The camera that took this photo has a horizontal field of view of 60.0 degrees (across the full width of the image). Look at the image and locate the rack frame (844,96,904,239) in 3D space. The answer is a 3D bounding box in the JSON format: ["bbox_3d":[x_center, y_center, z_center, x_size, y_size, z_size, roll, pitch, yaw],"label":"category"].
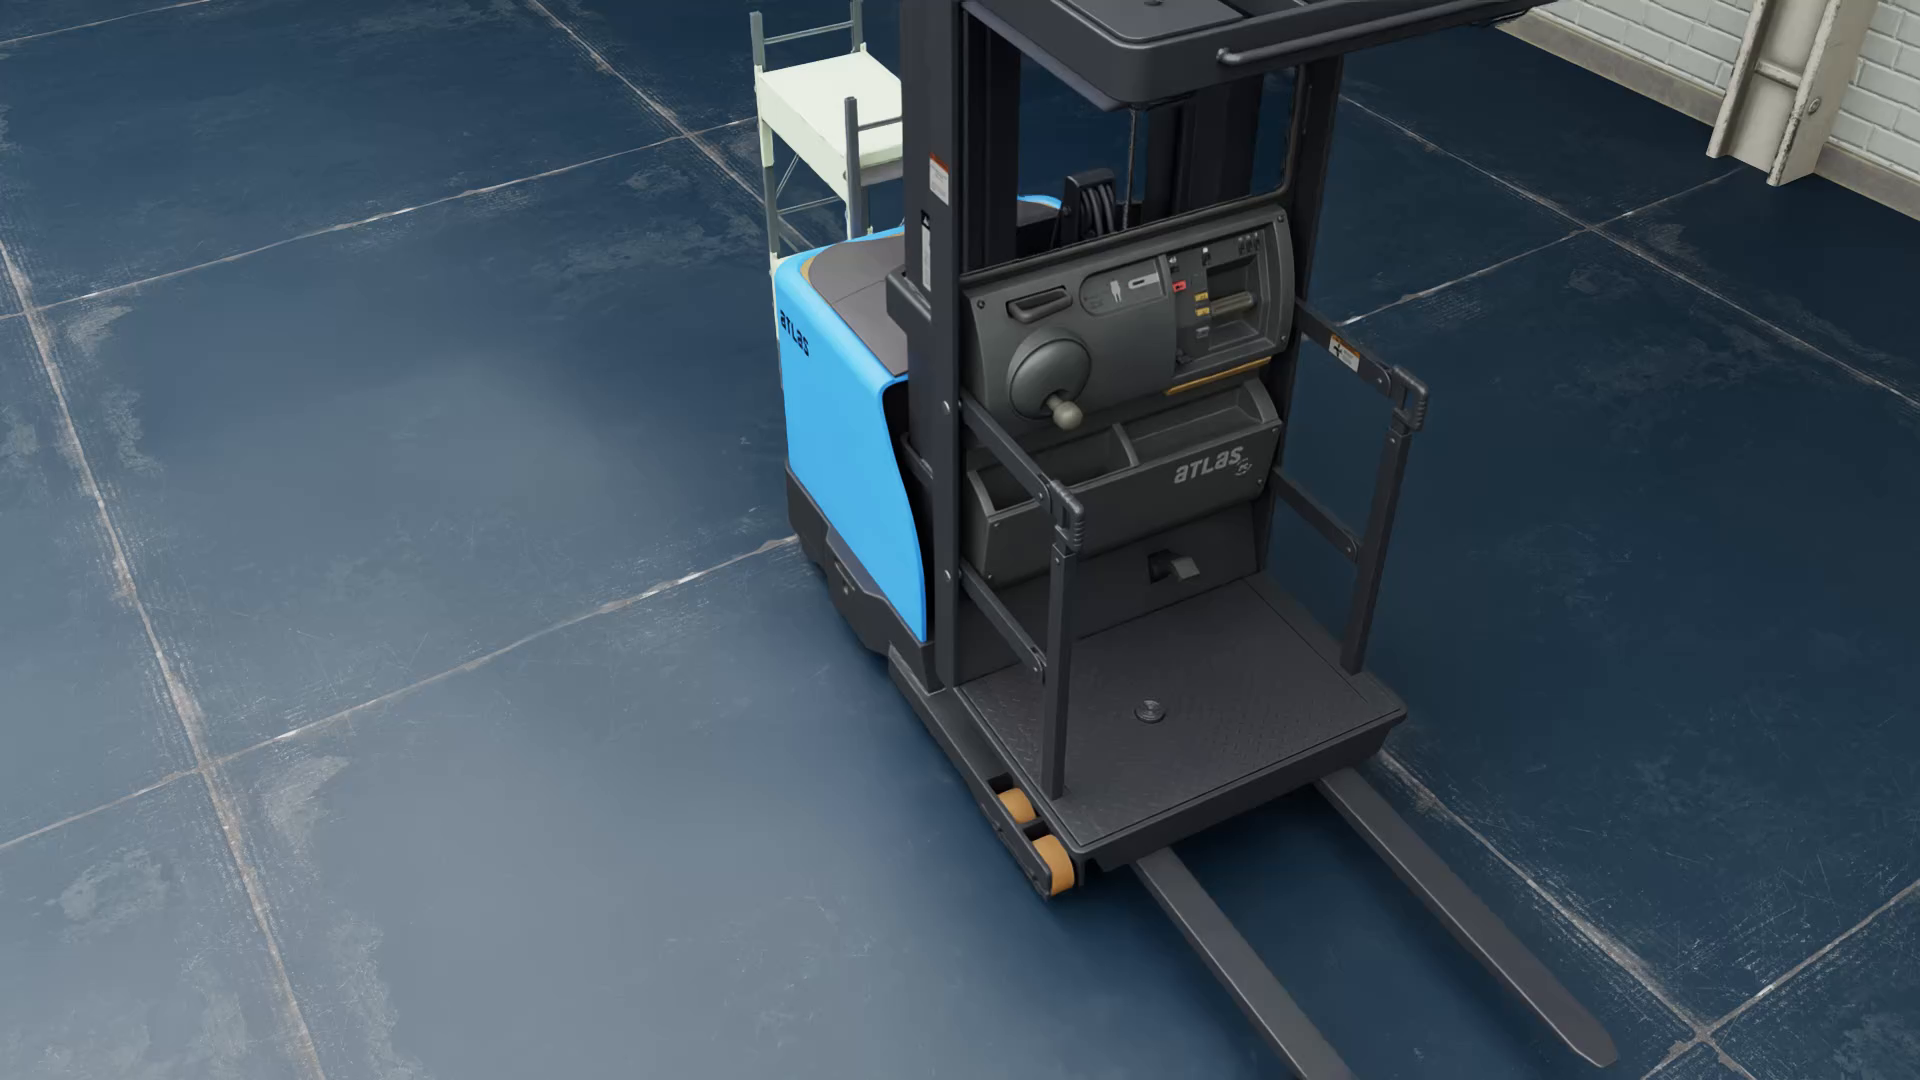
[{"bbox_3d":[-0.169,-0.808,5.548,0.400,1.500,0.023,-19,43,-21],"label":"rack frame"}]

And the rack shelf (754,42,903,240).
[{"bbox_3d":[-0.342,-1.314,5.546,0.431,0.370,0.720,-19,43,-21],"label":"rack shelf"}]

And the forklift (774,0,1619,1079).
[{"bbox_3d":[0.552,-0.482,4.039,1.130,2.935,3.031,-19,43,-21],"label":"forklift"}]

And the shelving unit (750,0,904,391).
[{"bbox_3d":[-0.342,-1.014,5.796,0.431,1.500,0.755,-19,43,-21],"label":"shelving unit"}]

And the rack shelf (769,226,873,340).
[{"bbox_3d":[-0.342,-0.764,6.005,0.431,0.370,0.720,-19,43,-21],"label":"rack shelf"}]

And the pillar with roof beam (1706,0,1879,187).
[{"bbox_3d":[0.178,-3.772,3.248,9.100,9.000,0.400,-22,45,-24],"label":"pillar with roof beam"}]

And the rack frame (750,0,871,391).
[{"bbox_3d":[-0.515,-1.221,6.044,0.400,1.500,0.023,-19,43,-21],"label":"rack frame"}]
